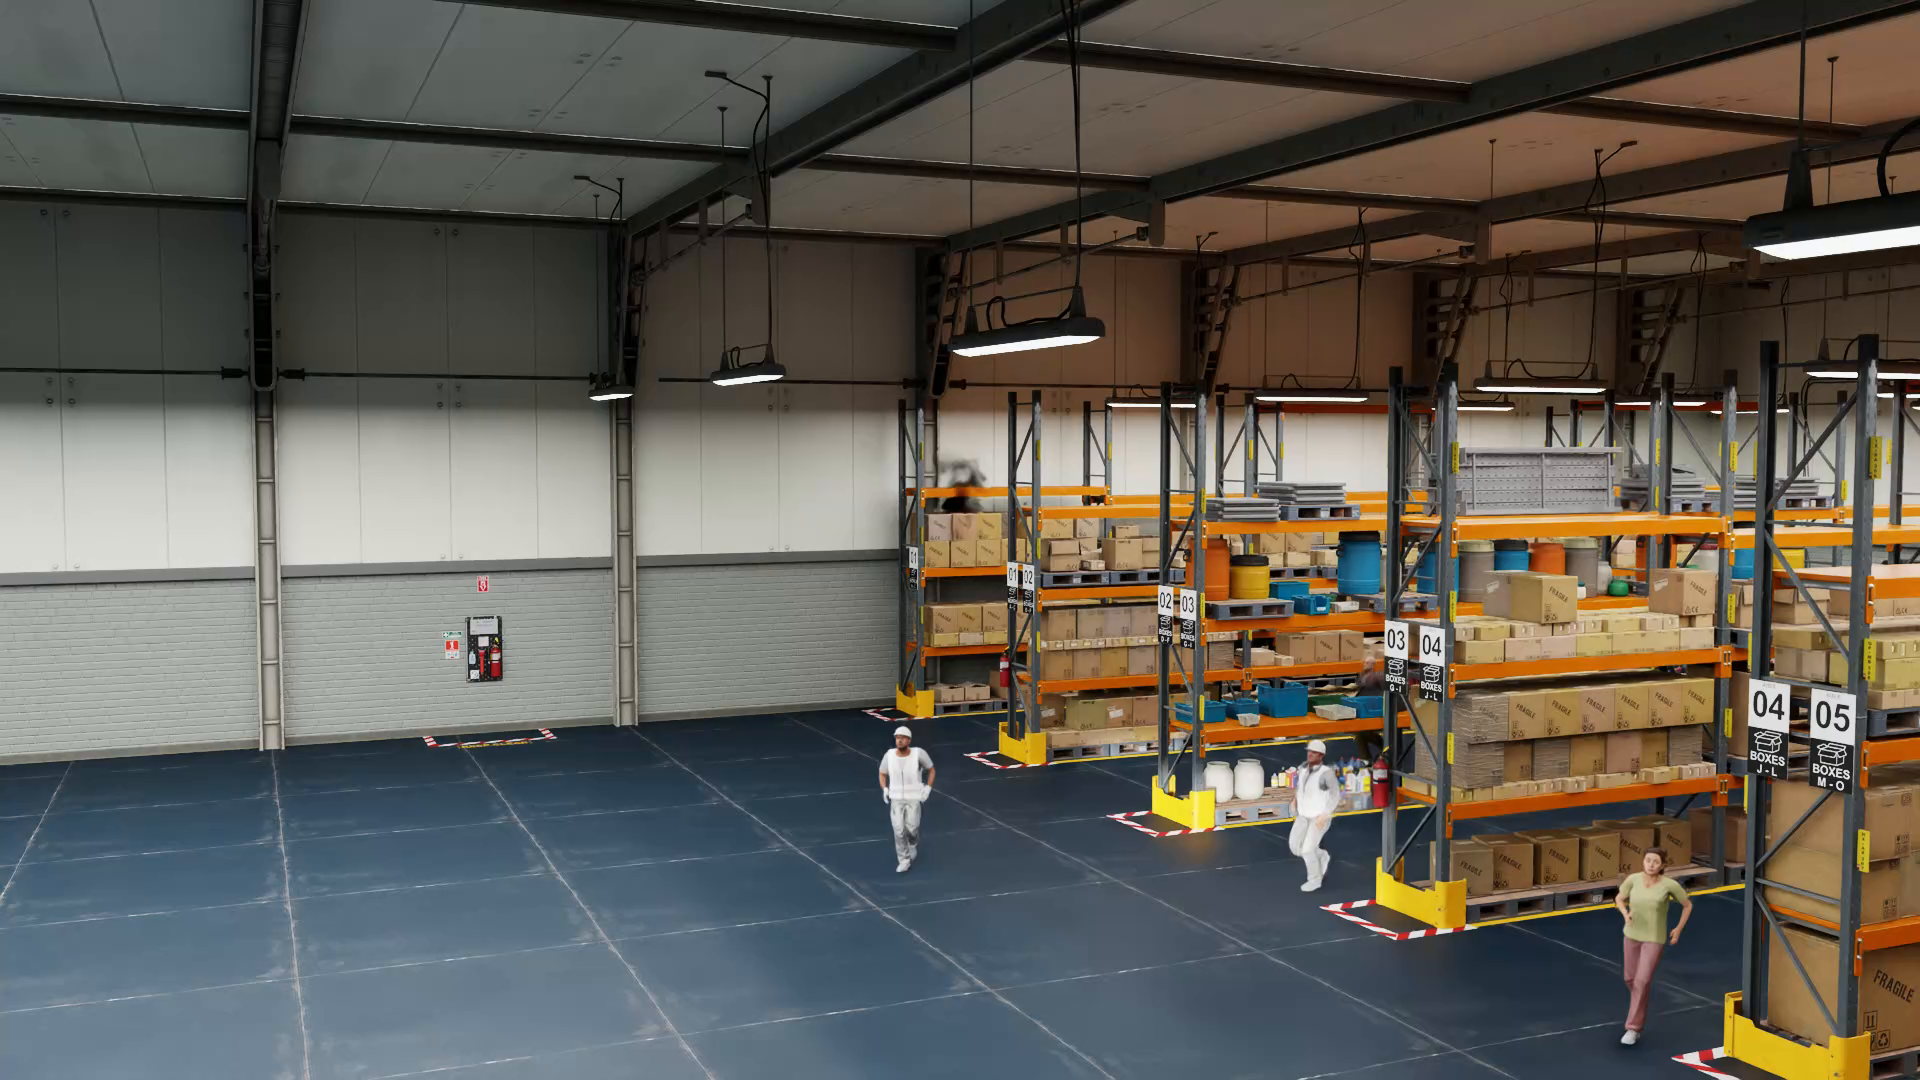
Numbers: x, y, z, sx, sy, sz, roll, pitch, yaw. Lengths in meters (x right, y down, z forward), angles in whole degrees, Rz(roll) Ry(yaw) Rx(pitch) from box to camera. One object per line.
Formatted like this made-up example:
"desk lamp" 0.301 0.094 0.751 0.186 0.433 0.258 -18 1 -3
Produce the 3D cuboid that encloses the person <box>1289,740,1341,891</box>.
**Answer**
"person" 4.099 3.179 19.269 0.537 1.742 0.690 -2 4 -26

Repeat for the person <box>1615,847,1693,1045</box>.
"person" 6.013 3.476 14.461 0.625 1.662 0.868 2 4 33

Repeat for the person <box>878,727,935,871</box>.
"person" -0.659 3.121 20.081 0.683 1.742 0.545 0 3 8

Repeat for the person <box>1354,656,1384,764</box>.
"person" 6.606 2.737 26.657 0.741 1.758 0.710 -2 4 -28
